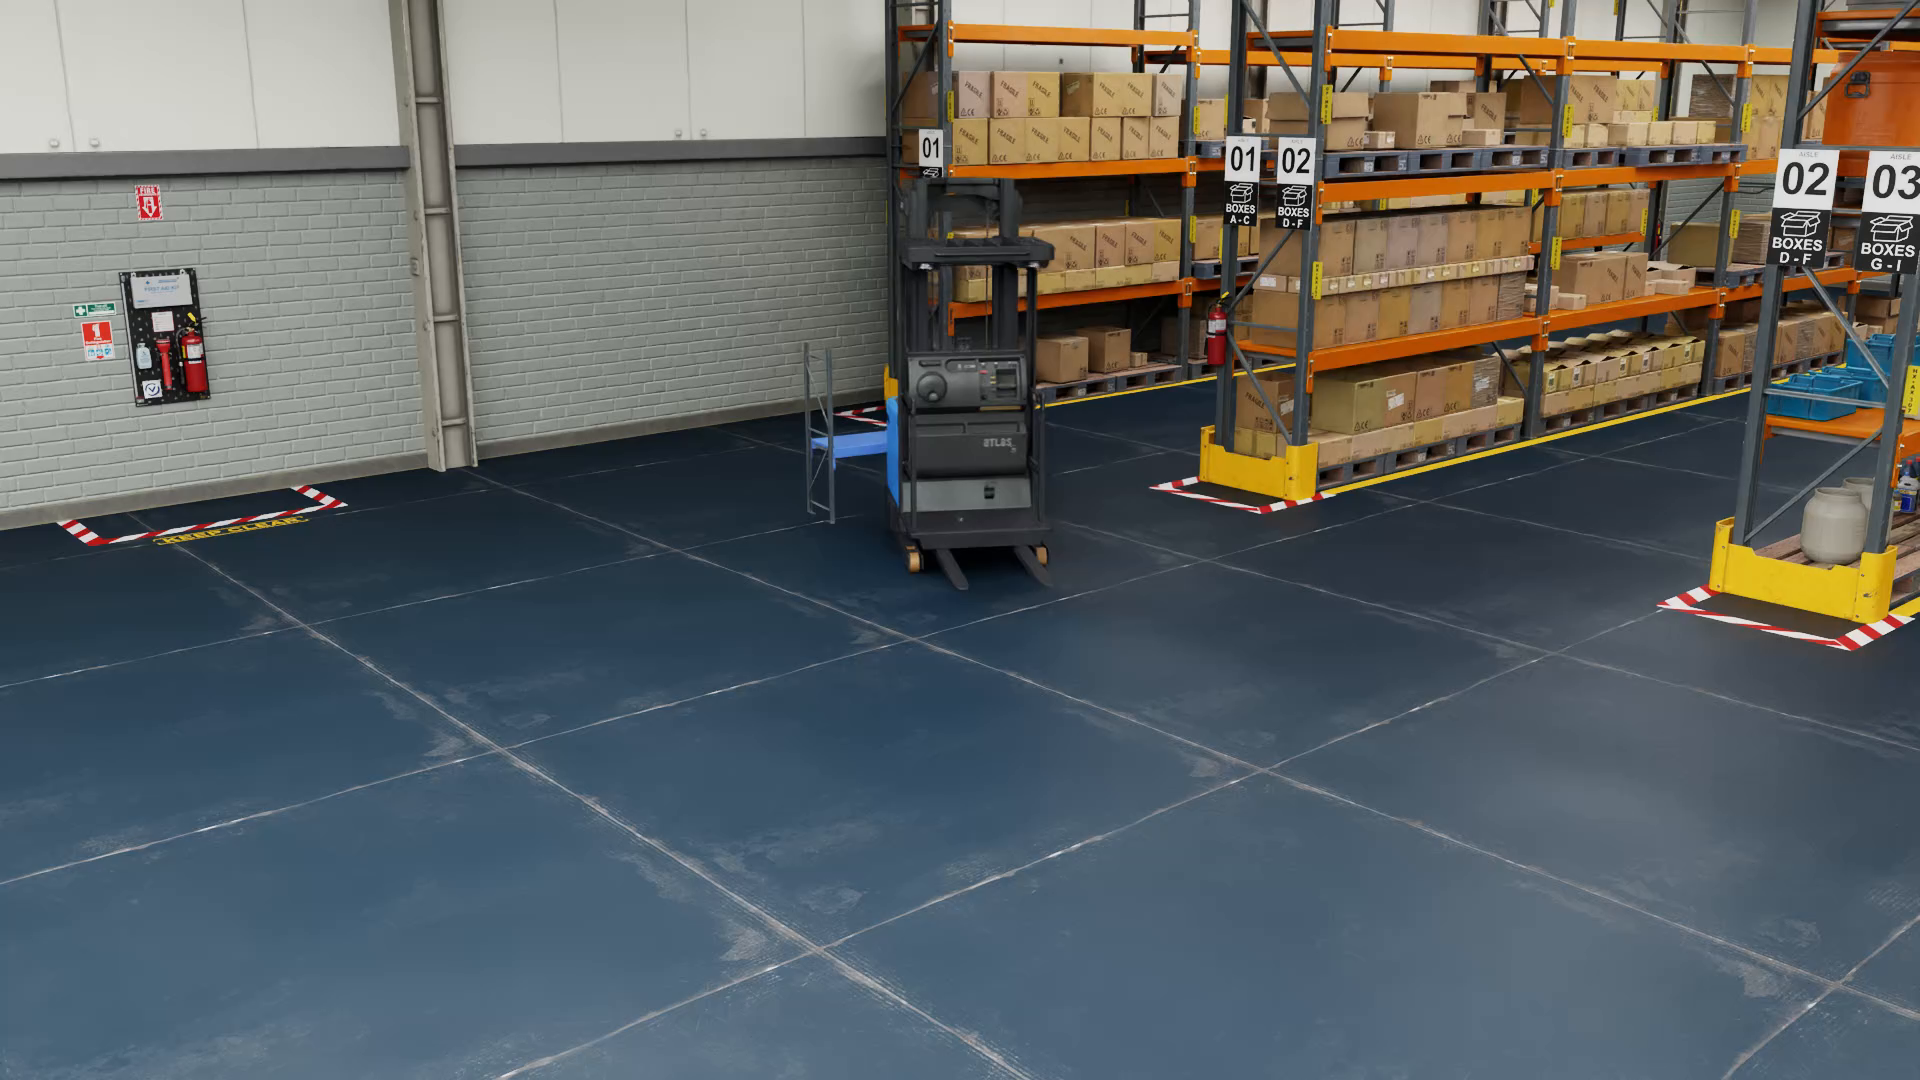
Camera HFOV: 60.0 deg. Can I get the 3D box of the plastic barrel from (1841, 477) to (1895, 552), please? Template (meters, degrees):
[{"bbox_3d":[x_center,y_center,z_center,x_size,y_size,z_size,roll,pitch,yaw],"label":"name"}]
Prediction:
[{"bbox_3d":[6.867,-0.193,12.665,0.421,0.512,0.421,0,15,0],"label":"plastic barrel"}]

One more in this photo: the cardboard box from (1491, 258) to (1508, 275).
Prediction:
[{"bbox_3d":[5.363,-2.810,17.008,0.250,0.149,0.380,-13,20,-41],"label":"cardboard box"}]

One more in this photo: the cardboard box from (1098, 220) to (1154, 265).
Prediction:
[{"bbox_3d":[2.030,-3.660,20.439,0.500,0.500,0.500,-13,20,-40],"label":"cardboard box"}]

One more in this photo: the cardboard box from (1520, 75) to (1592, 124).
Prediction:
[{"bbox_3d":[6.302,-4.662,17.601,0.500,0.500,0.500,-12,19,-39],"label":"cardboard box"}]

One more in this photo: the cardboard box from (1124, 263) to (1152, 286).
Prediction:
[{"bbox_3d":[2.017,-3.302,20.550,0.500,0.250,0.500,-13,19,-39],"label":"cardboard box"}]

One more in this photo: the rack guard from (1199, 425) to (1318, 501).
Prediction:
[{"bbox_3d":[2.776,-0.734,15.527,0.348,0.500,1.175,-13,19,-39],"label":"rack guard"}]

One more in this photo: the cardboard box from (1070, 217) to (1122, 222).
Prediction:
[{"bbox_3d":[1.672,-3.760,20.814,0.500,0.500,0.500,-13,20,-40],"label":"cardboard box"}]

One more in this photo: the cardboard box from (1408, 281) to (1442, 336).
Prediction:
[{"bbox_3d":[4.320,-2.333,16.478,0.500,0.500,0.700,-12,19,-38],"label":"cardboard box"}]

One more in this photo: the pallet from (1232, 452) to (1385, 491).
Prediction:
[{"bbox_3d":[3.343,-0.736,16.095,1.213,0.211,1.003,-13,19,-39],"label":"pallet"}]

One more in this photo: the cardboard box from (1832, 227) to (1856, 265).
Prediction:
[{"bbox_3d":[12.410,-4.060,22.942,0.500,0.500,0.500,-12,19,-38],"label":"cardboard box"}]

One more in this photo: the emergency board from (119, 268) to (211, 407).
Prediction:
[{"bbox_3d":[-6.916,-1.768,14.558,0.643,1.169,0.194,-13,19,-39],"label":"emergency board"}]

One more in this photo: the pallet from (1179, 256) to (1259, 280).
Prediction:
[{"bbox_3d":[3.229,-3.595,21.768,1.213,0.211,1.003,-13,19,-39],"label":"pallet"}]

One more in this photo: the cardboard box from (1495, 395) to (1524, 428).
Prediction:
[{"bbox_3d":[5.605,-1.376,17.604,0.500,0.250,0.500,-13,19,-39],"label":"cardboard box"}]

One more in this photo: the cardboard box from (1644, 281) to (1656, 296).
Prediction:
[{"bbox_3d":[7.904,-2.952,19.476,0.250,0.149,0.380,-11,18,-35],"label":"cardboard box"}]

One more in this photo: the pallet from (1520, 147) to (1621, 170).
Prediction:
[{"bbox_3d":[6.468,-4.132,17.963,1.217,0.209,0.805,-14,20,-42],"label":"pallet"}]

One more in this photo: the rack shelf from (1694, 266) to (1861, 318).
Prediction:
[{"bbox_3d":[10.337,-3.292,21.655,4.000,0.370,1.077,-13,19,-39],"label":"rack shelf"}]

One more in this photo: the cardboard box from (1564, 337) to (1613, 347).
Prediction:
[{"bbox_3d":[7.464,-2.238,19.743,0.500,0.311,0.500,-13,20,-41],"label":"cardboard box"}]

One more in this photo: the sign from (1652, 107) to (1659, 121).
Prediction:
[{"bbox_3d":[8.474,-5.105,20.237,0.005,0.325,0.100,-13,19,-39],"label":"sign"}]

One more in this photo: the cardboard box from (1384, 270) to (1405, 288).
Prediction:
[{"bbox_3d":[4.009,-2.507,15.871,0.250,0.149,0.380,-14,20,-41],"label":"cardboard box"}]

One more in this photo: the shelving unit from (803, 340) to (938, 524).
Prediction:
[{"bbox_3d":[-0.770,-0.987,14.538,1.048,1.500,0.538,-8,17,-29],"label":"shelving unit"}]

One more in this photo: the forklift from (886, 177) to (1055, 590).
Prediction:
[{"bbox_3d":[0.094,-1.257,12.776,1.130,2.935,3.031,-2,15,-8],"label":"forklift"}]

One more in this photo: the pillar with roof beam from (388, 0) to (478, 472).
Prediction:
[{"bbox_3d":[-2.201,-4.240,12.185,0.400,9.000,9.100,-13,19,-39],"label":"pillar with roof beam"}]

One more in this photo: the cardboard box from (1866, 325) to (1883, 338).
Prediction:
[{"bbox_3d":[12.951,-2.999,23.804,0.250,0.166,0.380,-13,19,-39],"label":"cardboard box"}]

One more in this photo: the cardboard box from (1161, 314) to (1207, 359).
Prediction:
[{"bbox_3d":[3.101,-2.719,22.110,0.500,0.500,0.700,-12,19,-38],"label":"cardboard box"}]

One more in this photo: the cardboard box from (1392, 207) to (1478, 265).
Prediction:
[{"bbox_3d":[4.722,-3.051,16.652,0.500,0.500,0.700,-13,20,-39],"label":"cardboard box"}]

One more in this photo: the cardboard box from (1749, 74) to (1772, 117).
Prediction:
[{"bbox_3d":[9.547,-5.440,20.360,0.500,0.500,0.500,-13,19,-39],"label":"cardboard box"}]

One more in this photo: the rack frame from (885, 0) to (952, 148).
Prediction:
[{"bbox_3d":[-0.461,-5.807,18.054,0.127,3.000,1.000,-13,19,-39],"label":"rack frame"}]

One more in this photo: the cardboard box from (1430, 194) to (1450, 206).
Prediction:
[{"bbox_3d":[6.865,-5.032,24.512,0.500,0.250,0.500,-12,19,-39],"label":"cardboard box"}]

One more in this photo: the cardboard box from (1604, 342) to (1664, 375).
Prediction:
[{"bbox_3d":[7.825,-2.135,19.358,0.500,0.311,0.500,-13,20,-40],"label":"cardboard box"}]

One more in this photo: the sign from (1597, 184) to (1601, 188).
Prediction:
[{"bbox_3d":[11.249,-6.185,29.262,0.005,0.325,0.100,-13,19,-39],"label":"sign"}]

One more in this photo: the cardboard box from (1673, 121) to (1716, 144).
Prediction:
[{"bbox_3d":[8.523,-4.792,19.543,0.500,0.250,0.500,14,21,43],"label":"cardboard box"}]

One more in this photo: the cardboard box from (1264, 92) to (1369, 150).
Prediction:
[{"bbox_3d":[3.230,-3.811,15.109,0.637,0.503,0.797,-11,18,-36],"label":"cardboard box"}]

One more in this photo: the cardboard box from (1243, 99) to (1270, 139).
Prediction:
[{"bbox_3d":[3.952,-5.573,21.981,0.500,0.500,0.500,-14,20,-41],"label":"cardboard box"}]

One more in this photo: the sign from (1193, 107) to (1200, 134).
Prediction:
[{"bbox_3d":[2.919,-5.181,20.520,0.005,0.325,0.100,-13,19,-39],"label":"sign"}]

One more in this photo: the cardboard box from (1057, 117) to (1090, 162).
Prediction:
[{"bbox_3d":[1.163,-4.692,19.457,0.500,0.500,0.500,-11,19,-36],"label":"cardboard box"}]

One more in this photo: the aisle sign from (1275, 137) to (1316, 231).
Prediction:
[{"bbox_3d":[2.945,-3.130,14.620,0.004,0.787,0.394,-13,19,-39],"label":"aisle sign"}]

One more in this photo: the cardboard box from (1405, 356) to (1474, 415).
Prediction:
[{"bbox_3d":[4.845,-1.571,16.879,0.500,0.500,0.500,-13,19,-39],"label":"cardboard box"}]

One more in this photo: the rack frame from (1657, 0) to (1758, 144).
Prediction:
[{"bbox_3d":[8.829,-6.199,19.519,0.127,3.000,1.000,-13,19,-39],"label":"rack frame"}]

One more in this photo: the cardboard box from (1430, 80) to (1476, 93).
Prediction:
[{"bbox_3d":[7.435,-6.794,25.061,0.500,0.250,0.500,-13,20,-41],"label":"cardboard box"}]

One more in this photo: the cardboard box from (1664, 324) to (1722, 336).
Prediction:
[{"bbox_3d":[9.380,-2.510,21.324,0.500,0.500,0.500,-12,19,-37],"label":"cardboard box"}]

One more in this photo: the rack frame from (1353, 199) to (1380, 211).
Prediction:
[{"bbox_3d":[5.574,-4.264,23.902,0.127,3.000,1.000,-13,19,-39],"label":"rack frame"}]

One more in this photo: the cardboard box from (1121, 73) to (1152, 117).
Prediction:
[{"bbox_3d":[1.948,-5.344,19.961,0.500,0.500,0.500,-11,19,-36],"label":"cardboard box"}]

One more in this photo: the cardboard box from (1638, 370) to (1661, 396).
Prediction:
[{"bbox_3d":[7.824,-1.866,19.437,0.500,0.250,0.500,-12,19,-38],"label":"cardboard box"}]

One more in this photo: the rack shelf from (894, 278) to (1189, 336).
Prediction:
[{"bbox_3d":[1.048,-2.900,20.189,4.000,0.370,1.077,-13,19,-39],"label":"rack shelf"}]

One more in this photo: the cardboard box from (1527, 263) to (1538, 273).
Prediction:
[{"bbox_3d":[9.578,-4.506,27.579,0.250,0.149,0.380,-13,20,-41],"label":"cardboard box"}]

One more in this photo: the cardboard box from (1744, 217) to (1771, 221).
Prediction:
[{"bbox_3d":[10.554,-3.918,21.598,0.700,0.500,0.500,10,18,33],"label":"cardboard box"}]

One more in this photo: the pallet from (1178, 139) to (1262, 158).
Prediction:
[{"bbox_3d":[3.092,-5.029,21.316,1.003,0.211,1.213,-13,19,-39],"label":"pallet"}]

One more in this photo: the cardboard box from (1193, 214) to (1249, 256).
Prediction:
[{"bbox_3d":[3.389,-4.020,21.942,0.500,0.500,0.700,-10,18,-34],"label":"cardboard box"}]

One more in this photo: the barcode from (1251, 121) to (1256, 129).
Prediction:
[{"bbox_3d":[2.705,-3.820,15.301,0.075,0.075,0.001,-13,19,-39],"label":"barcode"}]

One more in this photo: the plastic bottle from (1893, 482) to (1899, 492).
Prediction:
[{"bbox_3d":[7.716,-0.431,13.831,0.185,0.351,0.144,-13,20,-40],"label":"plastic bottle"}]

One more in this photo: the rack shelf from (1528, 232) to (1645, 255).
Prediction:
[{"bbox_3d":[10.100,-4.933,27.800,4.000,0.370,1.077,-13,19,-39],"label":"rack shelf"}]

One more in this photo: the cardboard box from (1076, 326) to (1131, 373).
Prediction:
[{"bbox_3d":[1.800,-2.408,20.943,0.500,0.500,0.500,14,21,43],"label":"cardboard box"}]

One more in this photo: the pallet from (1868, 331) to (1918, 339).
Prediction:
[{"bbox_3d":[13.286,-2.955,24.403,1.213,0.211,1.003,-13,19,-39],"label":"pallet"}]

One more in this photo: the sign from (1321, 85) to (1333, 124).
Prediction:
[{"bbox_3d":[3.153,-3.746,14.302,0.005,0.325,0.100,-13,19,-39],"label":"sign"}]

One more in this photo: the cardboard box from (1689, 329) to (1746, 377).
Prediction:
[{"bbox_3d":[9.360,-2.327,20.640,0.500,0.500,0.500,-12,19,-37],"label":"cardboard box"}]

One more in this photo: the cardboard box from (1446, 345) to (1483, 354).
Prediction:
[{"bbox_3d":[5.256,-1.842,17.895,0.500,0.500,0.500,-13,19,-39],"label":"cardboard box"}]

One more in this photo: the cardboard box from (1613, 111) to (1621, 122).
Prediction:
[{"bbox_3d":[10.450,-6.894,27.218,0.500,0.250,0.500,-13,20,-41],"label":"cardboard box"}]
